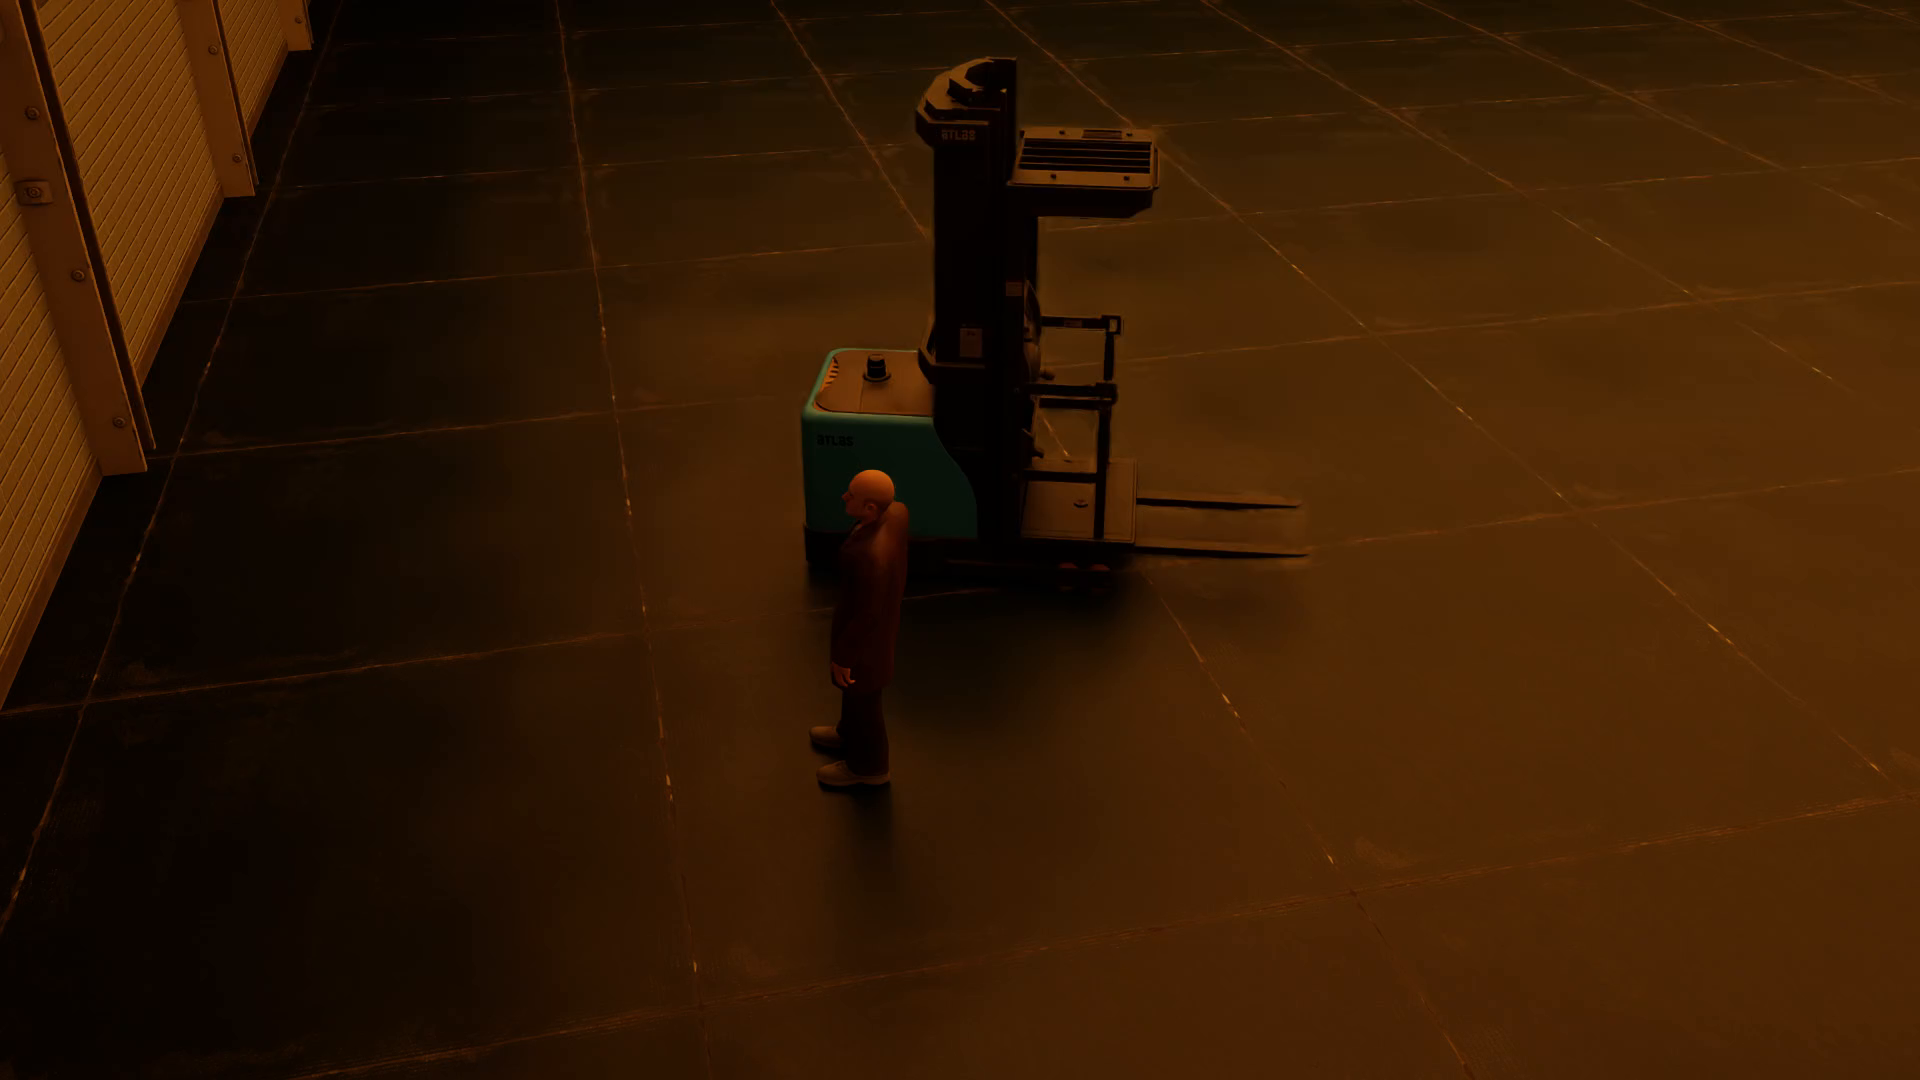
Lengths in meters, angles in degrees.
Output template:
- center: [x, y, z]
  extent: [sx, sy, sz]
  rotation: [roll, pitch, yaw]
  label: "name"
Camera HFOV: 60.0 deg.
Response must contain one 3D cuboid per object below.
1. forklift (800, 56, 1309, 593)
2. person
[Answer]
- center: [0.607, -1.236, 9.709]
  extent: [3.031, 2.935, 1.130]
  rotation: [3, 30, 5]
  label: "forklift"
- center: [-0.548, 0.426, 7.978]
  extent: [0.583, 1.778, 0.699]
  rotation: [5, 30, 9]
  label: "person"
